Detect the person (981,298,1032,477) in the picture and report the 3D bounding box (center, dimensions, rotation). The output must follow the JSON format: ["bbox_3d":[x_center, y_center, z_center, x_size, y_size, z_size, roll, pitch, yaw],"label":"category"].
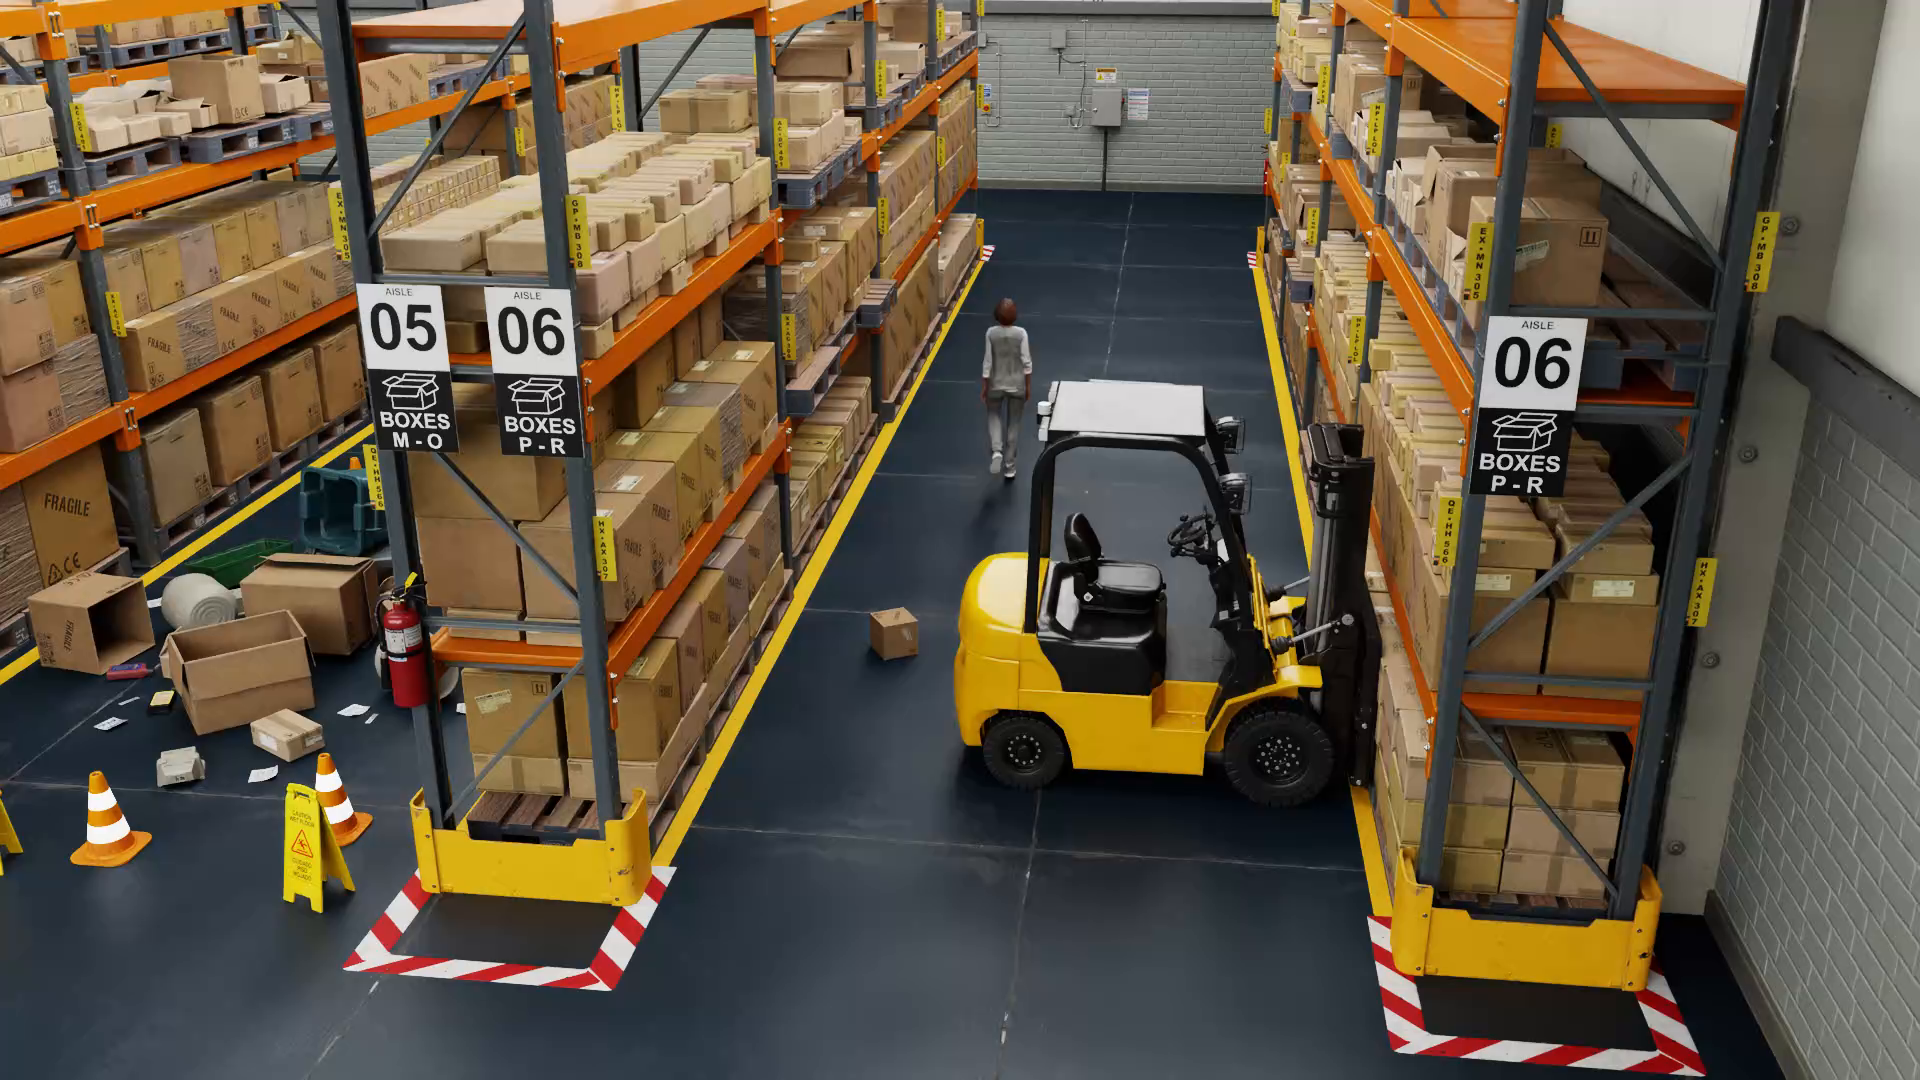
[{"bbox_3d":[0.405,-1.324,14.401,0.436,1.586,0.417,2,22,5],"label":"person"}]
